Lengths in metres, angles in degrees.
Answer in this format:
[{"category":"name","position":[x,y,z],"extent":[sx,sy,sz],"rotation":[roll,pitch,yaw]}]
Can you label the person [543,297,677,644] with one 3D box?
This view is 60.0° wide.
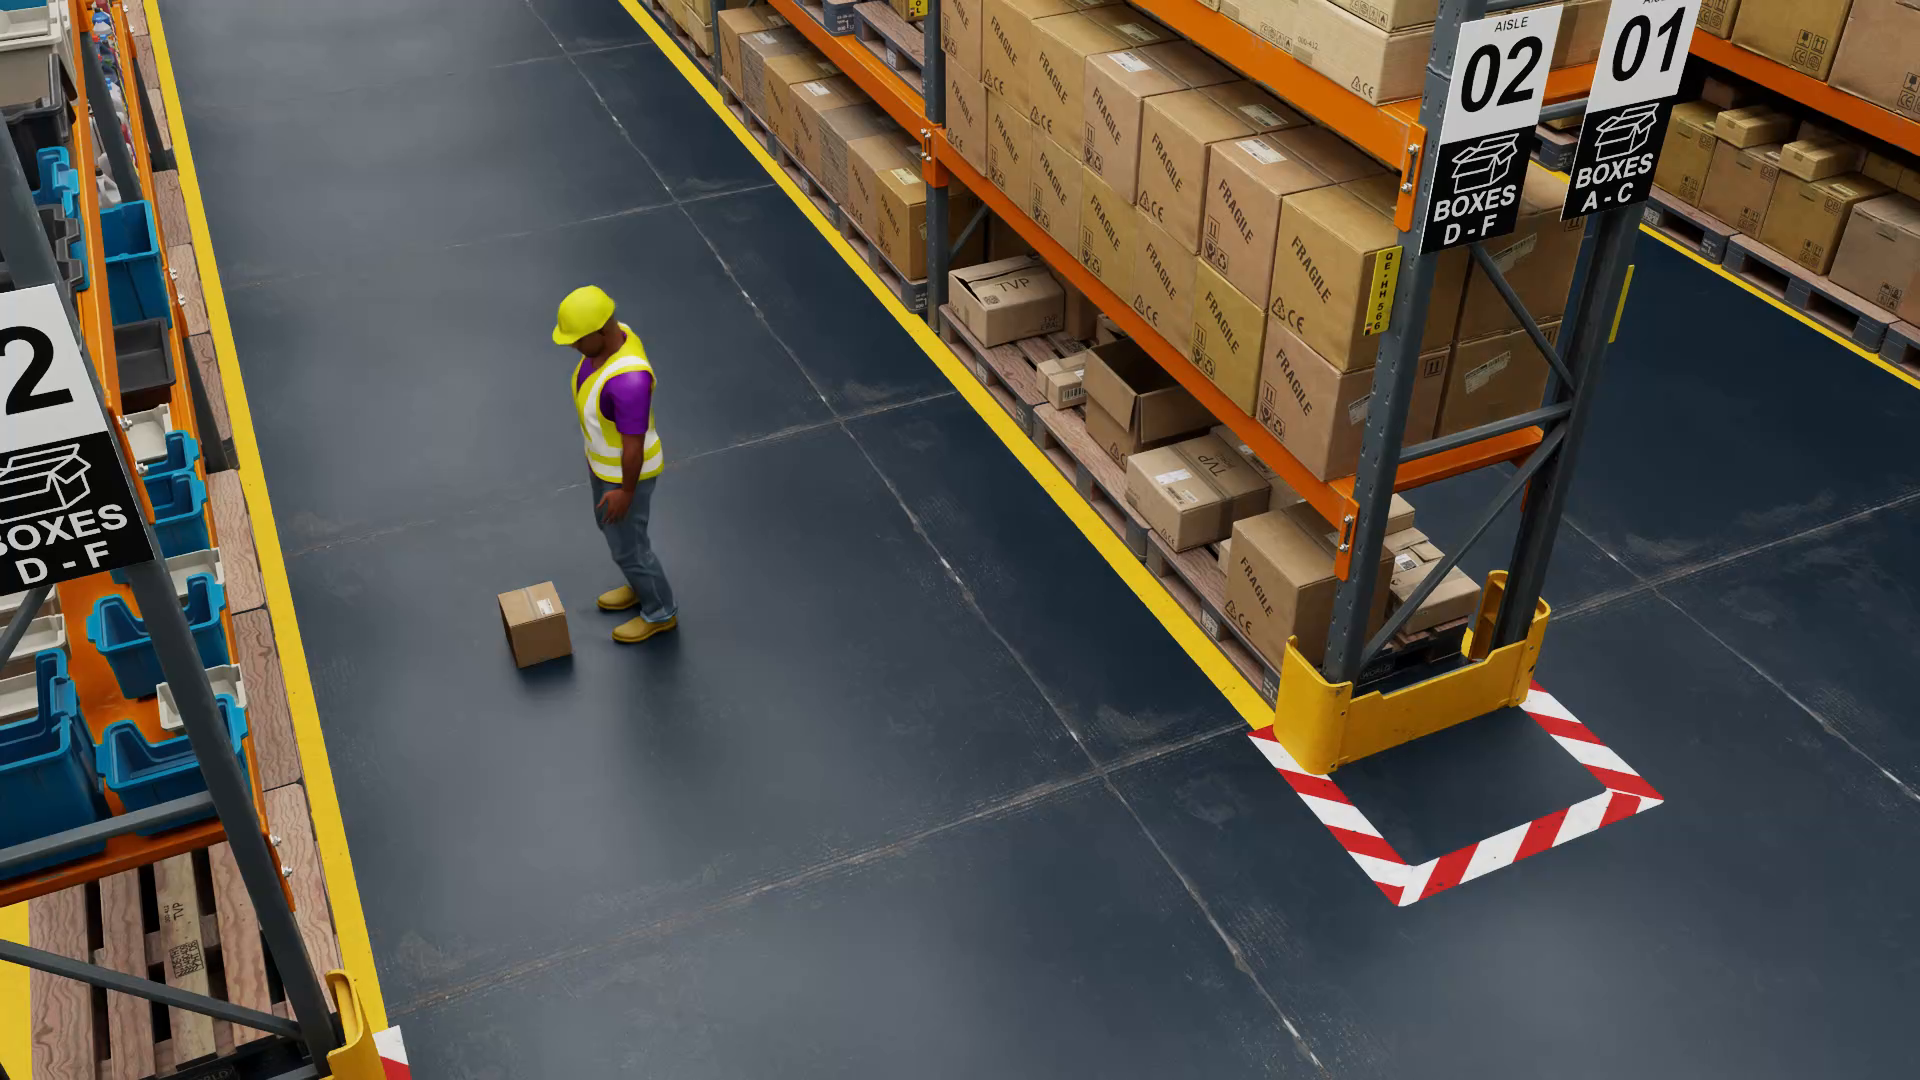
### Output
[{"category":"person","position":[-1.505,-0.309,7.287],"extent":[0.453,1.717,0.591],"rotation":[-15,39,-19]}]
